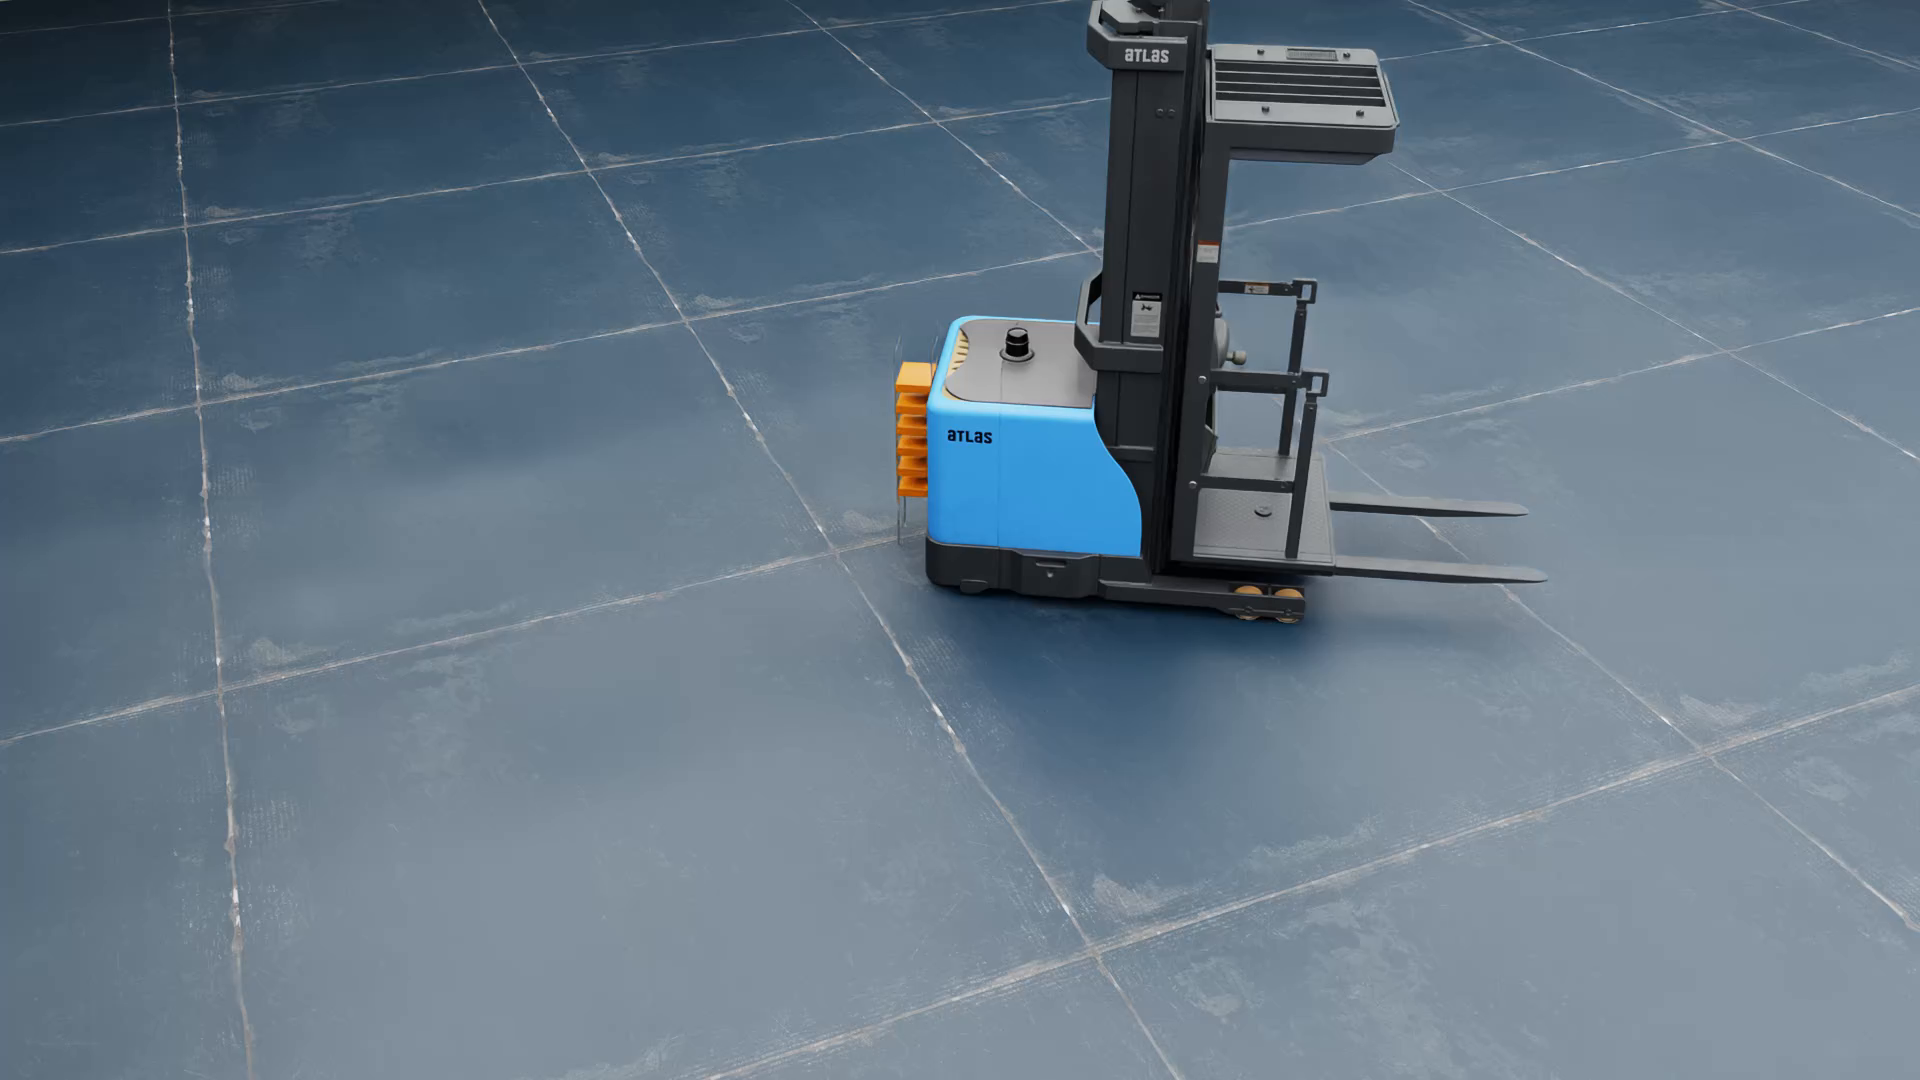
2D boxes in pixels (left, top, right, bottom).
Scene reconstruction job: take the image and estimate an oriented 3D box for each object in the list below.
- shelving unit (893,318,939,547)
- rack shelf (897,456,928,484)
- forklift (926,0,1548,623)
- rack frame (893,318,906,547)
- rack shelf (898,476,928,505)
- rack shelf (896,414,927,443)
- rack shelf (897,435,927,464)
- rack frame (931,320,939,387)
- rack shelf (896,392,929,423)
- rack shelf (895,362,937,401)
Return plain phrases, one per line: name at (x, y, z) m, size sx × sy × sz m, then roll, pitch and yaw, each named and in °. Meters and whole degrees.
shelving unit at (-0.214, -0.524, 8.455) m, size 0.189 × 1.200 × 0.258 m, roll 4°, pitch 33°, yaw 6°
rack shelf at (-0.214, -0.386, 8.545) m, size 0.180 × 0.103 × 0.258 m, roll 4°, pitch 33°, yaw 6°
forklift at (1.386, -1.132, 7.803) m, size 3.031 × 2.935 × 1.130 m, roll 4°, pitch 33°, yaw 6°
rack frame at (-0.305, -0.530, 8.465) m, size 0.006 × 1.200 × 0.240 m, roll 4°, pitch 33°, yaw 6°
rack shelf at (-0.214, -0.286, 8.610) m, size 0.180 × 0.103 × 0.258 m, roll 4°, pitch 33°, yaw 6°
rack shelf at (-0.214, -0.587, 8.414) m, size 0.180 × 0.103 × 0.258 m, roll 4°, pitch 33°, yaw 6°
rack shelf at (-0.214, -0.487, 8.479) m, size 0.180 × 0.103 × 0.258 m, roll 4°, pitch 33°, yaw 6°
rack frame at (-0.124, -0.518, 8.446) m, size 0.006 × 1.200 × 0.240 m, roll 4°, pitch 33°, yaw 6°
rack shelf at (-0.214, -0.688, 8.349) m, size 0.180 × 0.103 × 0.258 m, roll 4°, pitch 33°, yaw 6°
rack shelf at (-0.214, -0.789, 8.283) m, size 0.180 × 0.103 × 0.258 m, roll 4°, pitch 33°, yaw 6°
